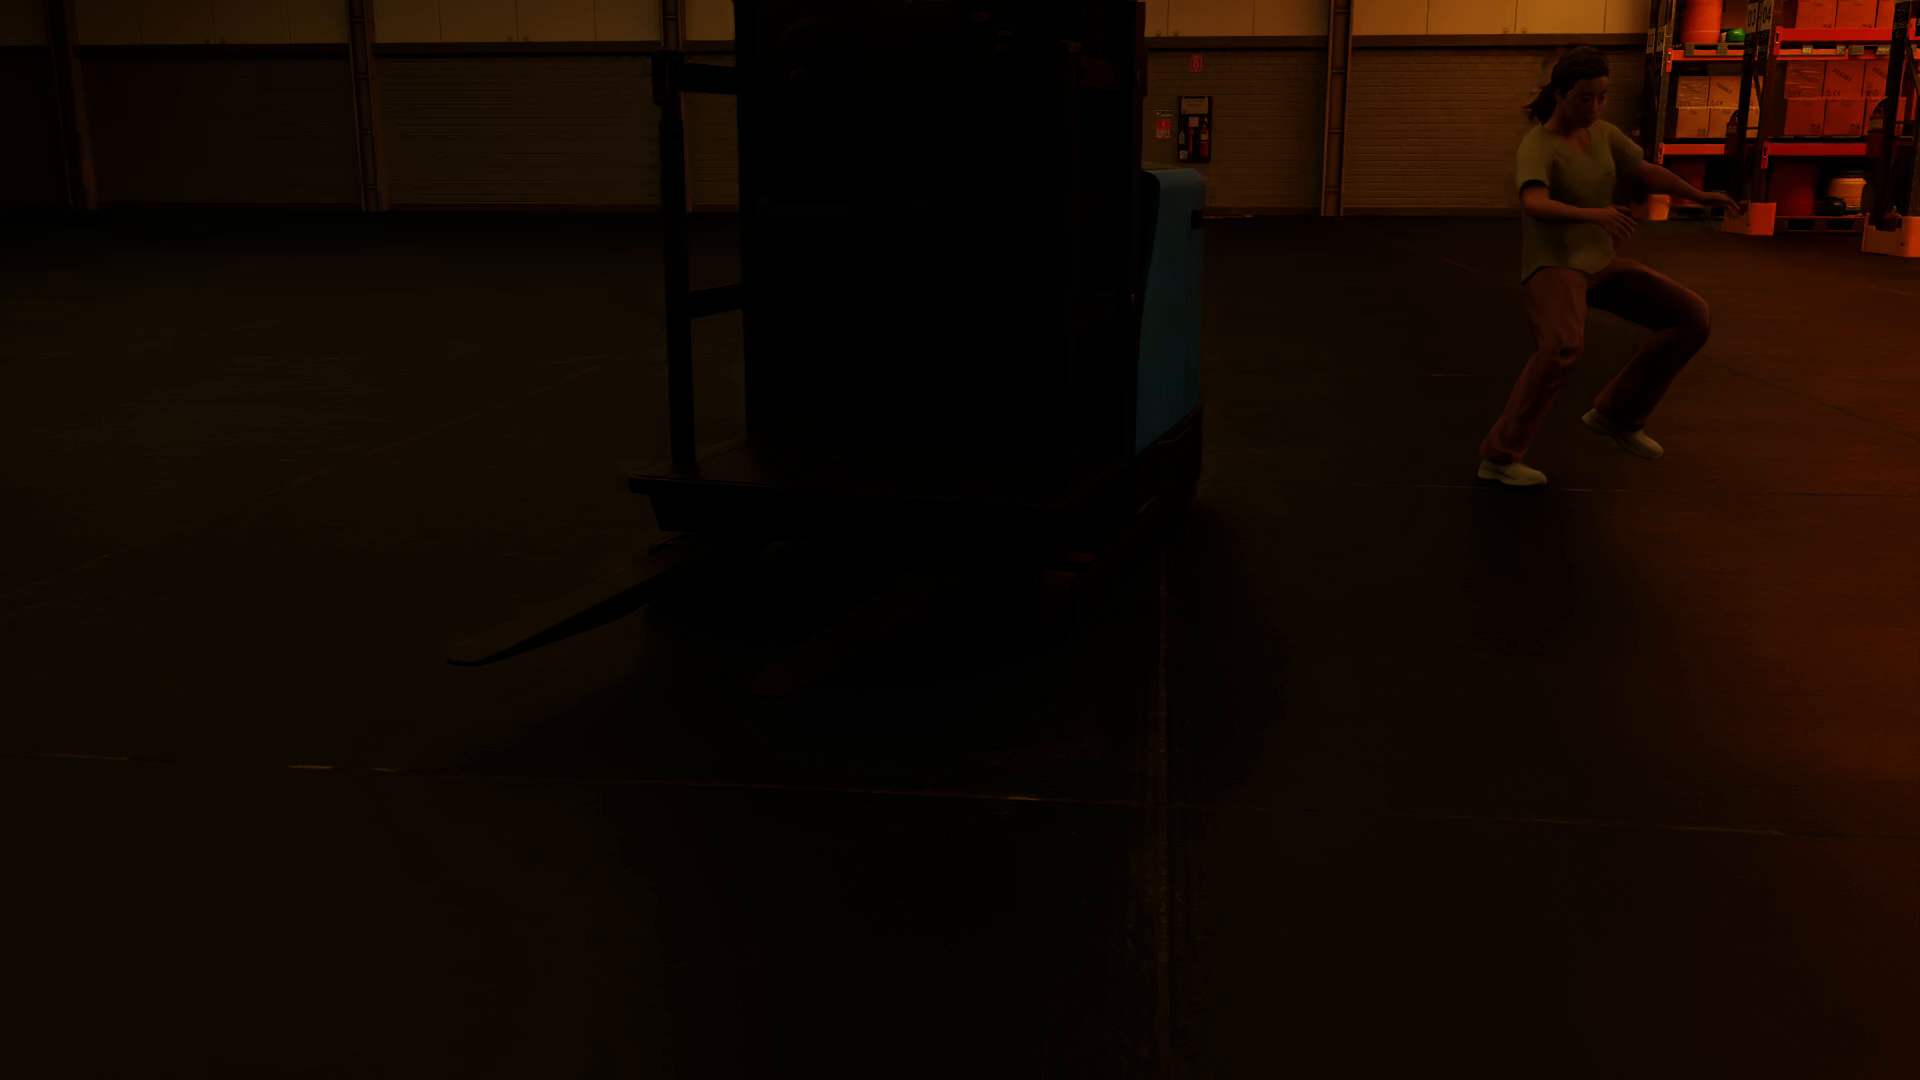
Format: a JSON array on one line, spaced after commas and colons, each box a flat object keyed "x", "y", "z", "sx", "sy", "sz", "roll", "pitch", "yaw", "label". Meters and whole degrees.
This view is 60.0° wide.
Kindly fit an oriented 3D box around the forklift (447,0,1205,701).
[{"x": -0.146, "y": -1.294, "z": 4.043, "sx": 1.130, "sy": 2.935, "sz": 3.031, "roll": 4, "pitch": 14, "yaw": 18, "label": "forklift"}]

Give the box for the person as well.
[{"x": 2.237, "y": -0.952, "z": 5.772, "sx": 0.873, "sy": 1.473, "sz": 0.687, "roll": -6, "pitch": 14, "yaw": -22, "label": "person"}]
